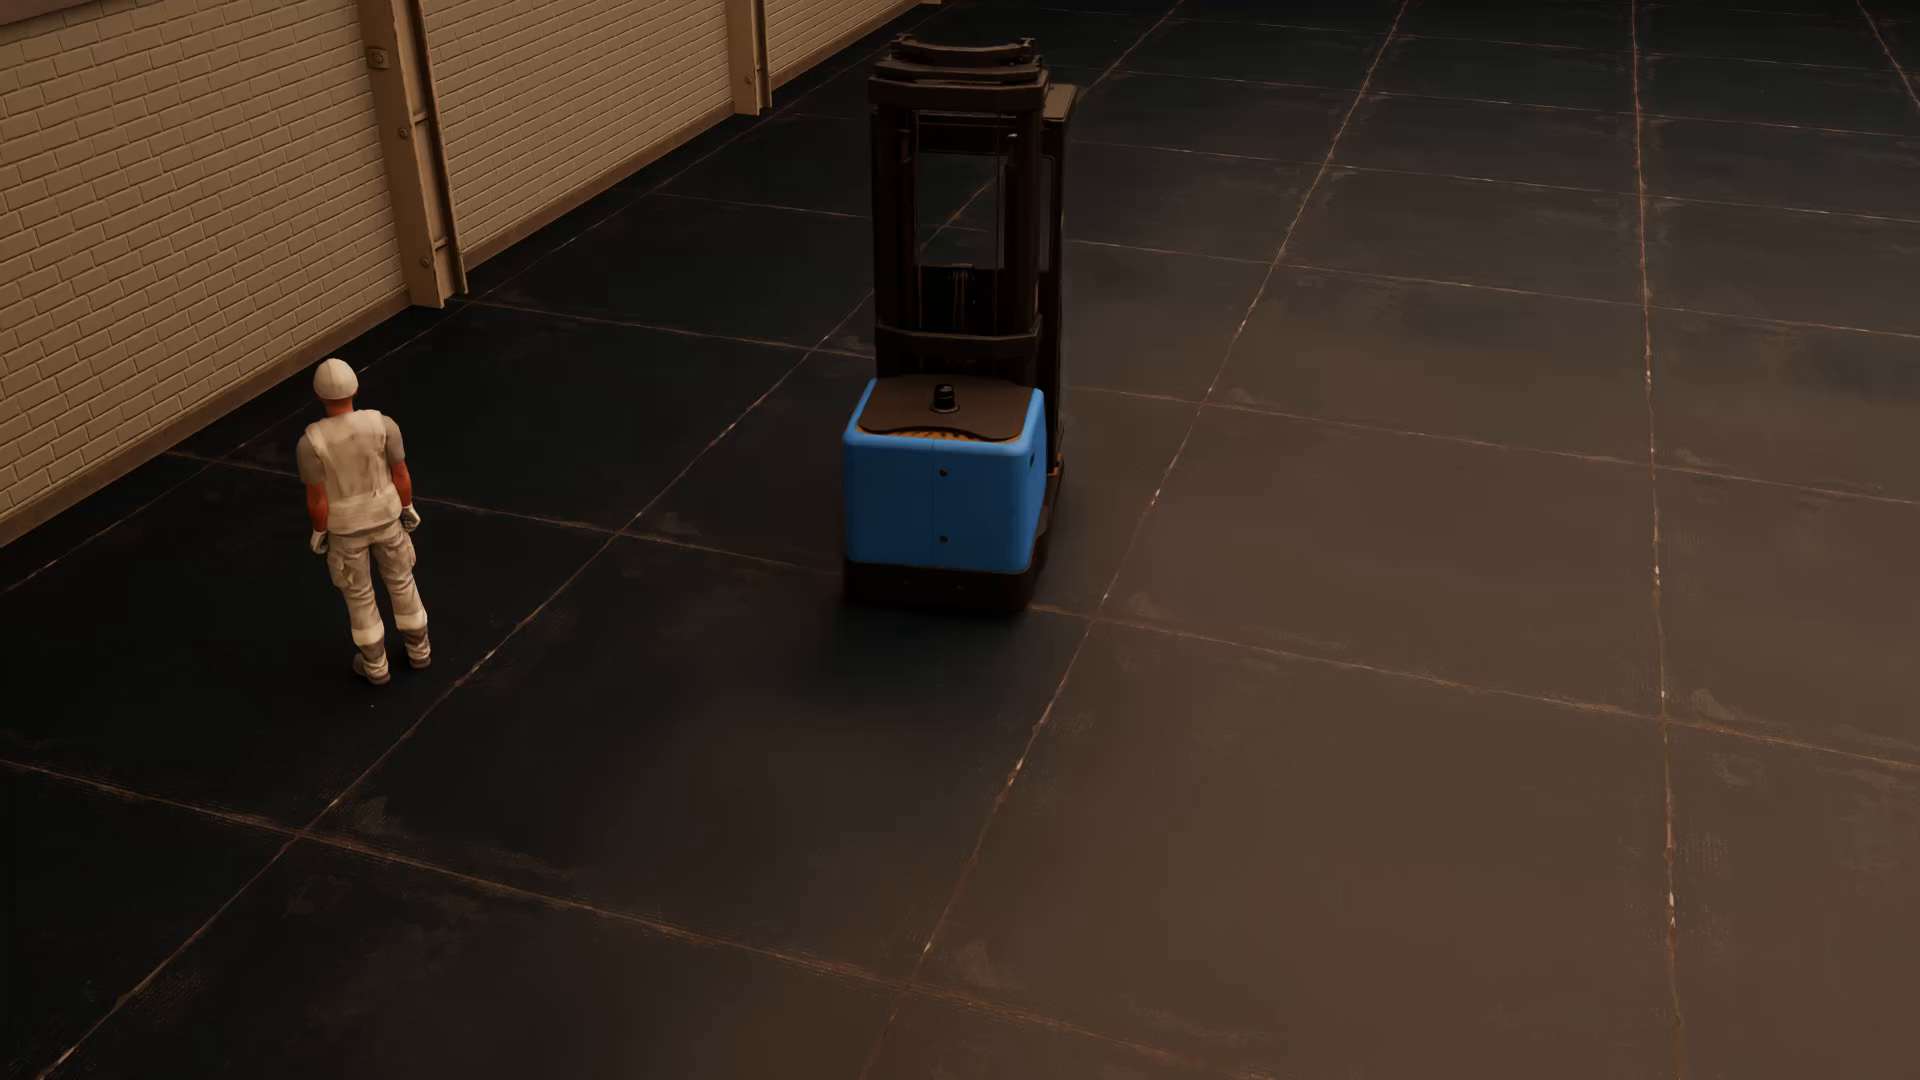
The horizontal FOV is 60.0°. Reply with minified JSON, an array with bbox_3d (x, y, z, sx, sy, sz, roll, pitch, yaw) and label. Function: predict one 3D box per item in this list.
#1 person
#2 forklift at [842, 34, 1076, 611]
[{"bbox_3d":[-3.040,-0.097,8.458,0.550,1.795,0.352,-19,35,-29],"label":"person"},{"bbox_3d":[0.080,-1.589,9.923,1.130,2.935,3.031,4,30,8],"label":"forklift"}]
